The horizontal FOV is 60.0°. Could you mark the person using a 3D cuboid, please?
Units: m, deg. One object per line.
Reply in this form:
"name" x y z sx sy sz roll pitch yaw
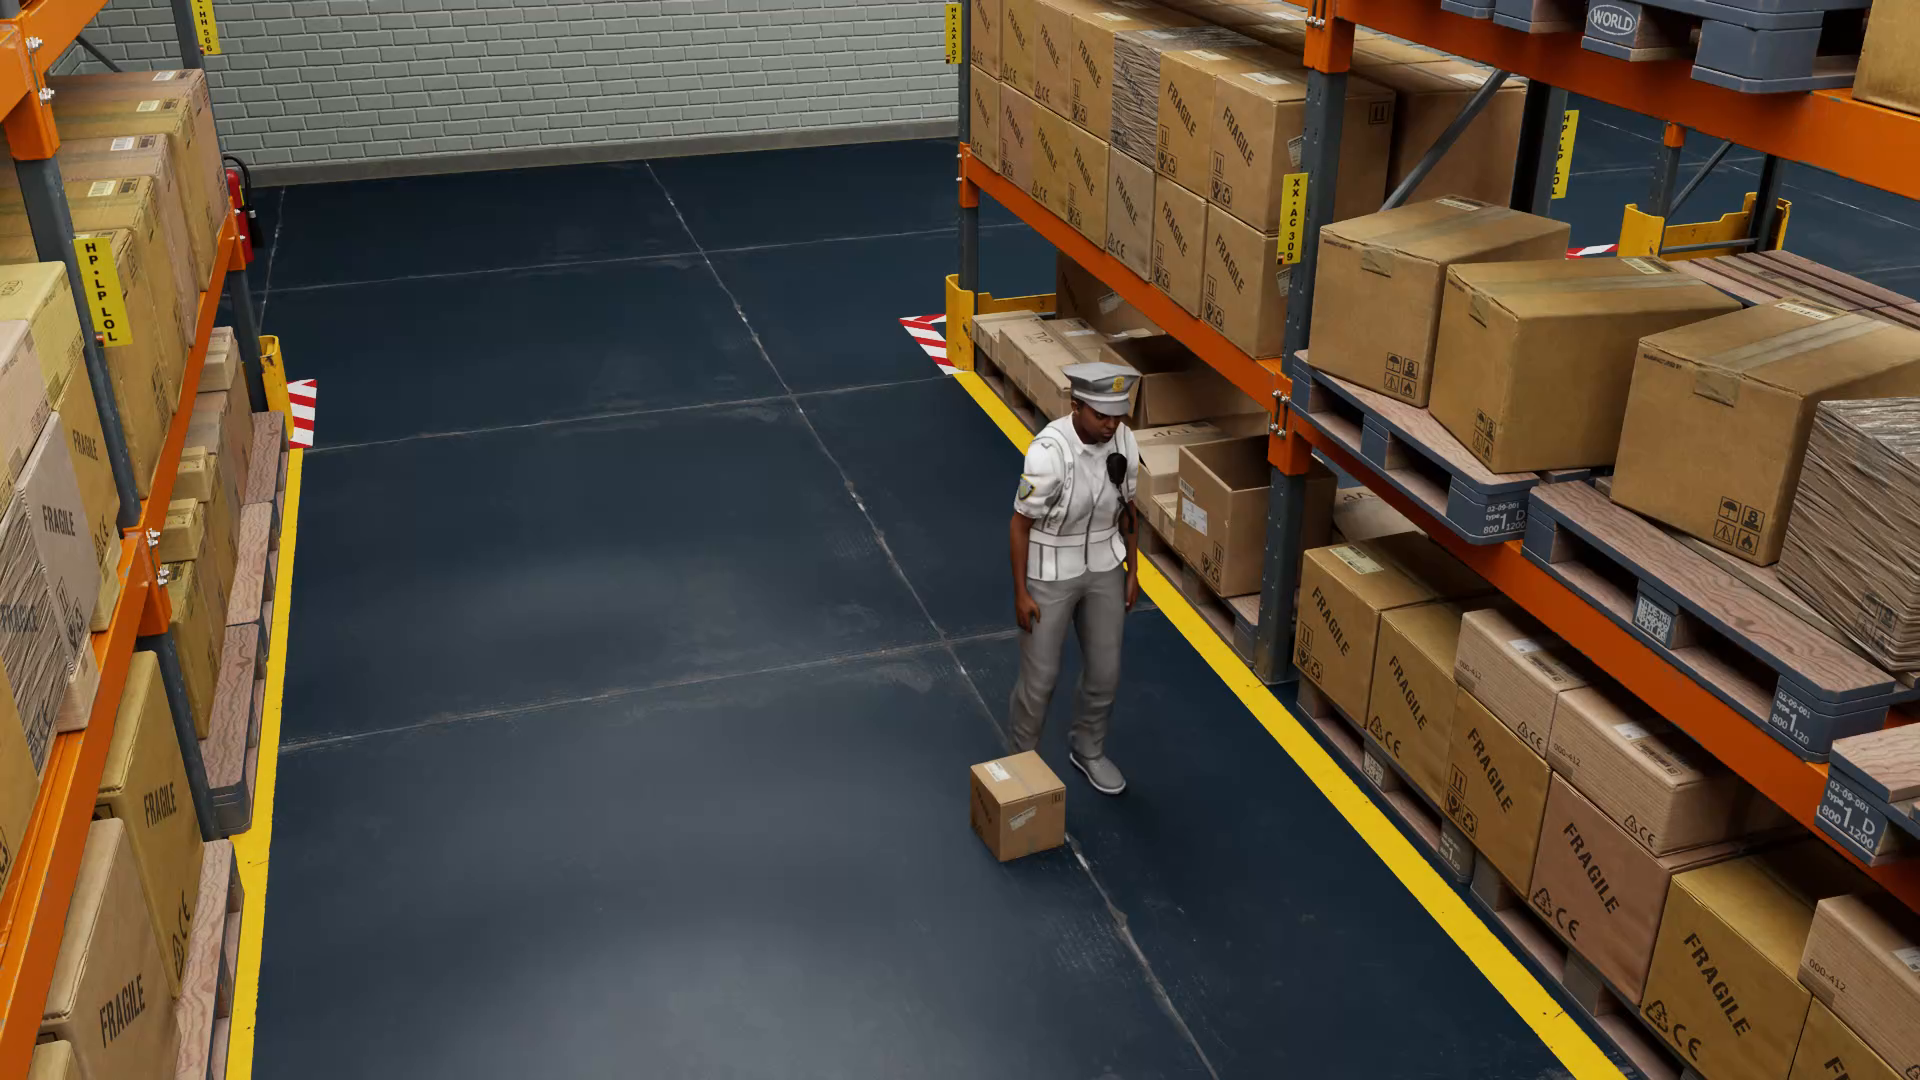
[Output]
"person" 0.394 0.149 5.817 0.530 1.658 0.397 -11 29 -21
